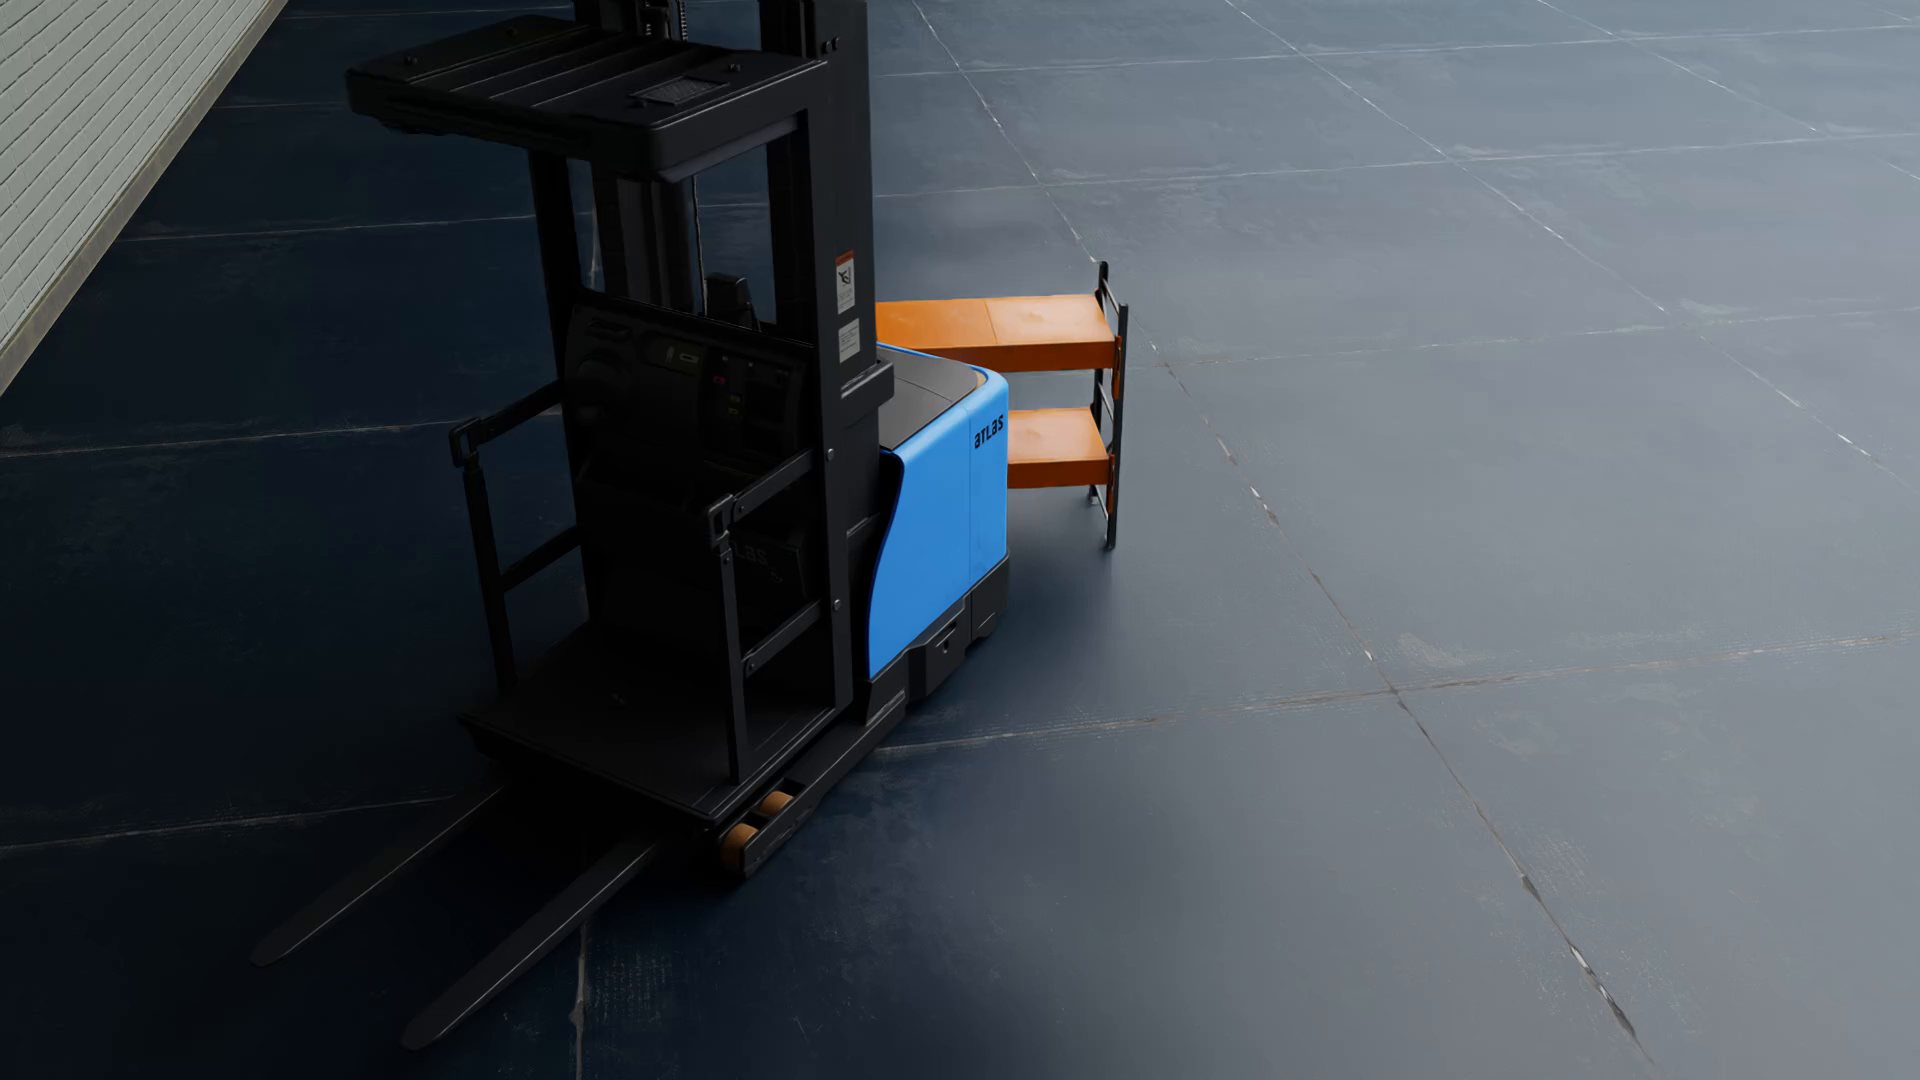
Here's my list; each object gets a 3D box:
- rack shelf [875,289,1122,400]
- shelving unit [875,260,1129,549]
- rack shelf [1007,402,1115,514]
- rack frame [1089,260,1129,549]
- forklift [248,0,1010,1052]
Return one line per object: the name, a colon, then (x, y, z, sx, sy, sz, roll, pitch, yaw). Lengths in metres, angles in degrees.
rack shelf: (0.126, -0.800, 6.923, 1.000, 0.278, 0.538, -3, 31, -5)
shelving unit: (0.126, -0.548, 7.072, 1.048, 1.125, 0.538, -3, 31, -5)
rack shelf: (0.126, -0.337, 7.196, 1.000, 0.278, 0.538, -3, 31, -5)
rack frame: (0.632, -0.574, 7.116, 0.032, 1.125, 0.500, -3, 31, -5)
forklift: (-0.986, -0.442, 5.110, 1.130, 2.935, 3.031, 17, 34, 26)
